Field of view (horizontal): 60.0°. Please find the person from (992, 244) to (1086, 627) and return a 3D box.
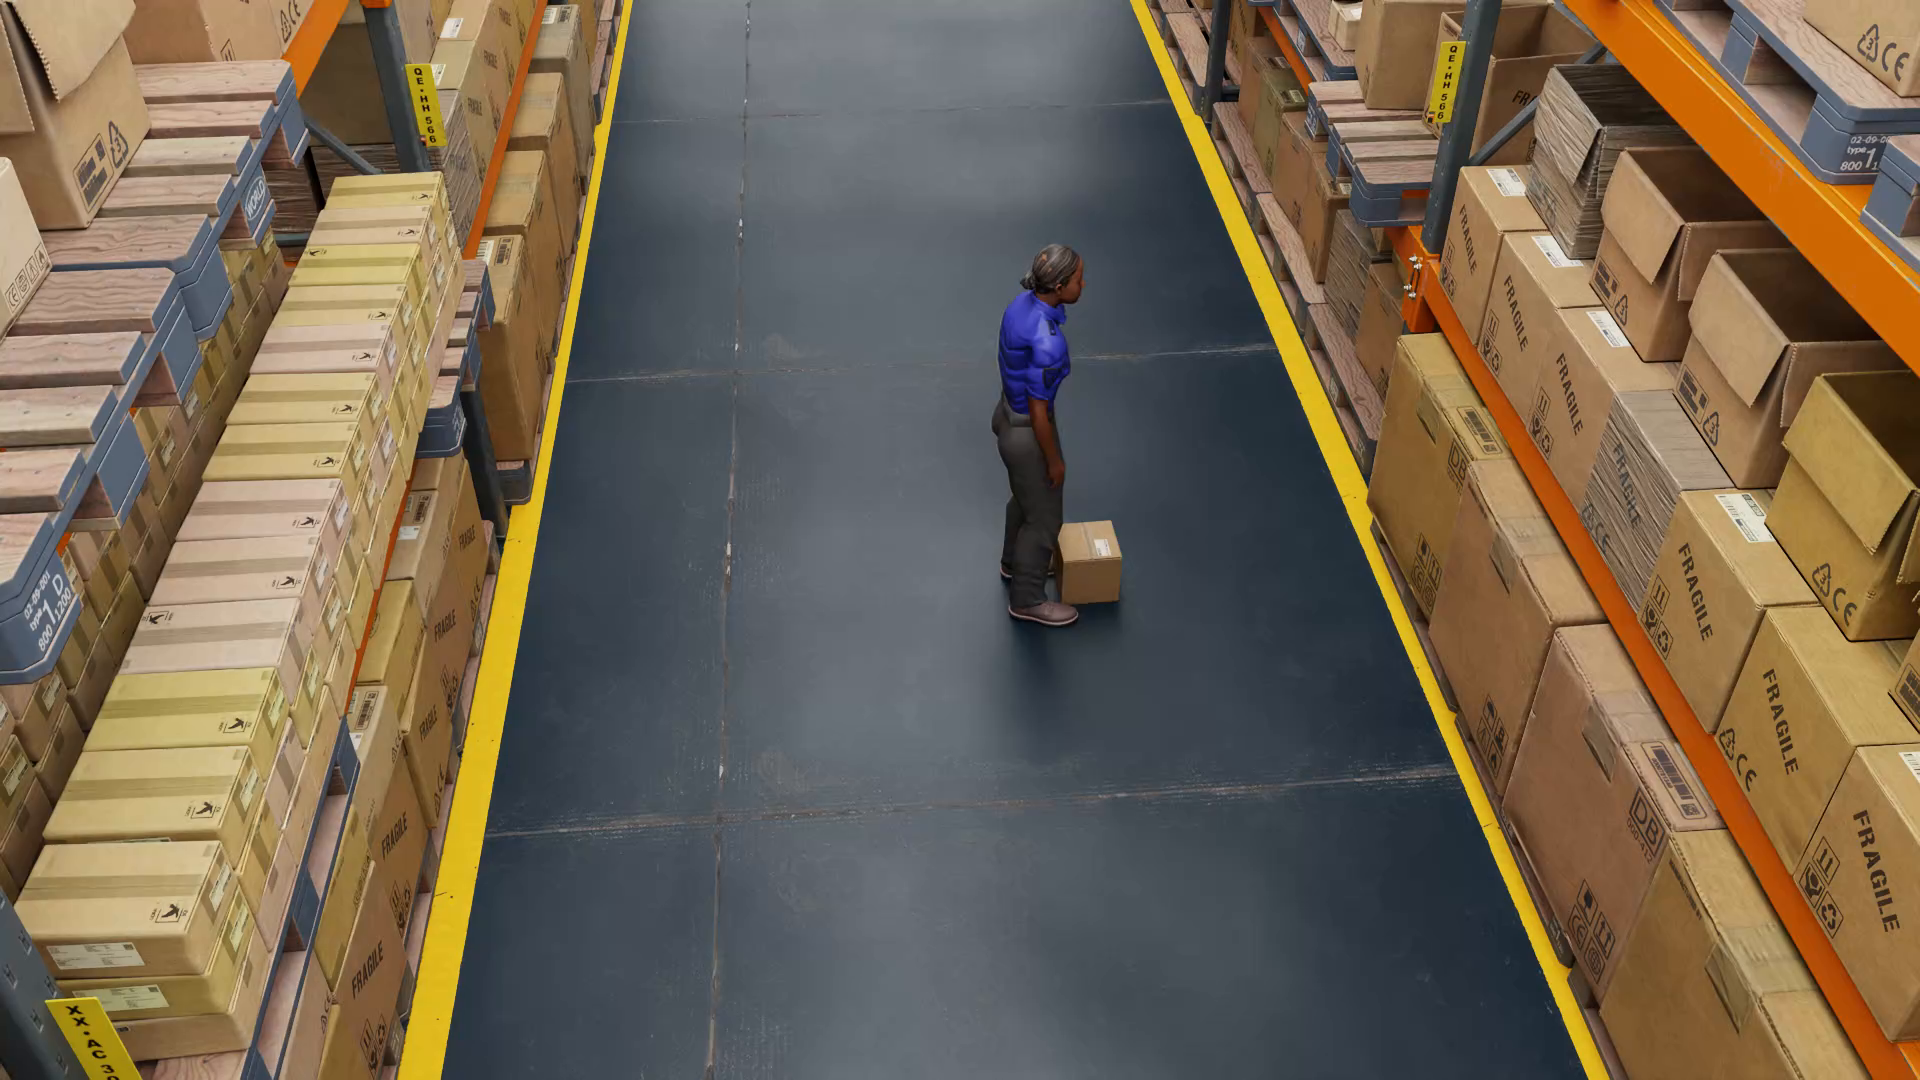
[{"bbox_3d":[0.311,-0.429,6.681,0.347,1.655,0.532,-5,40,-6],"label":"person"}]
